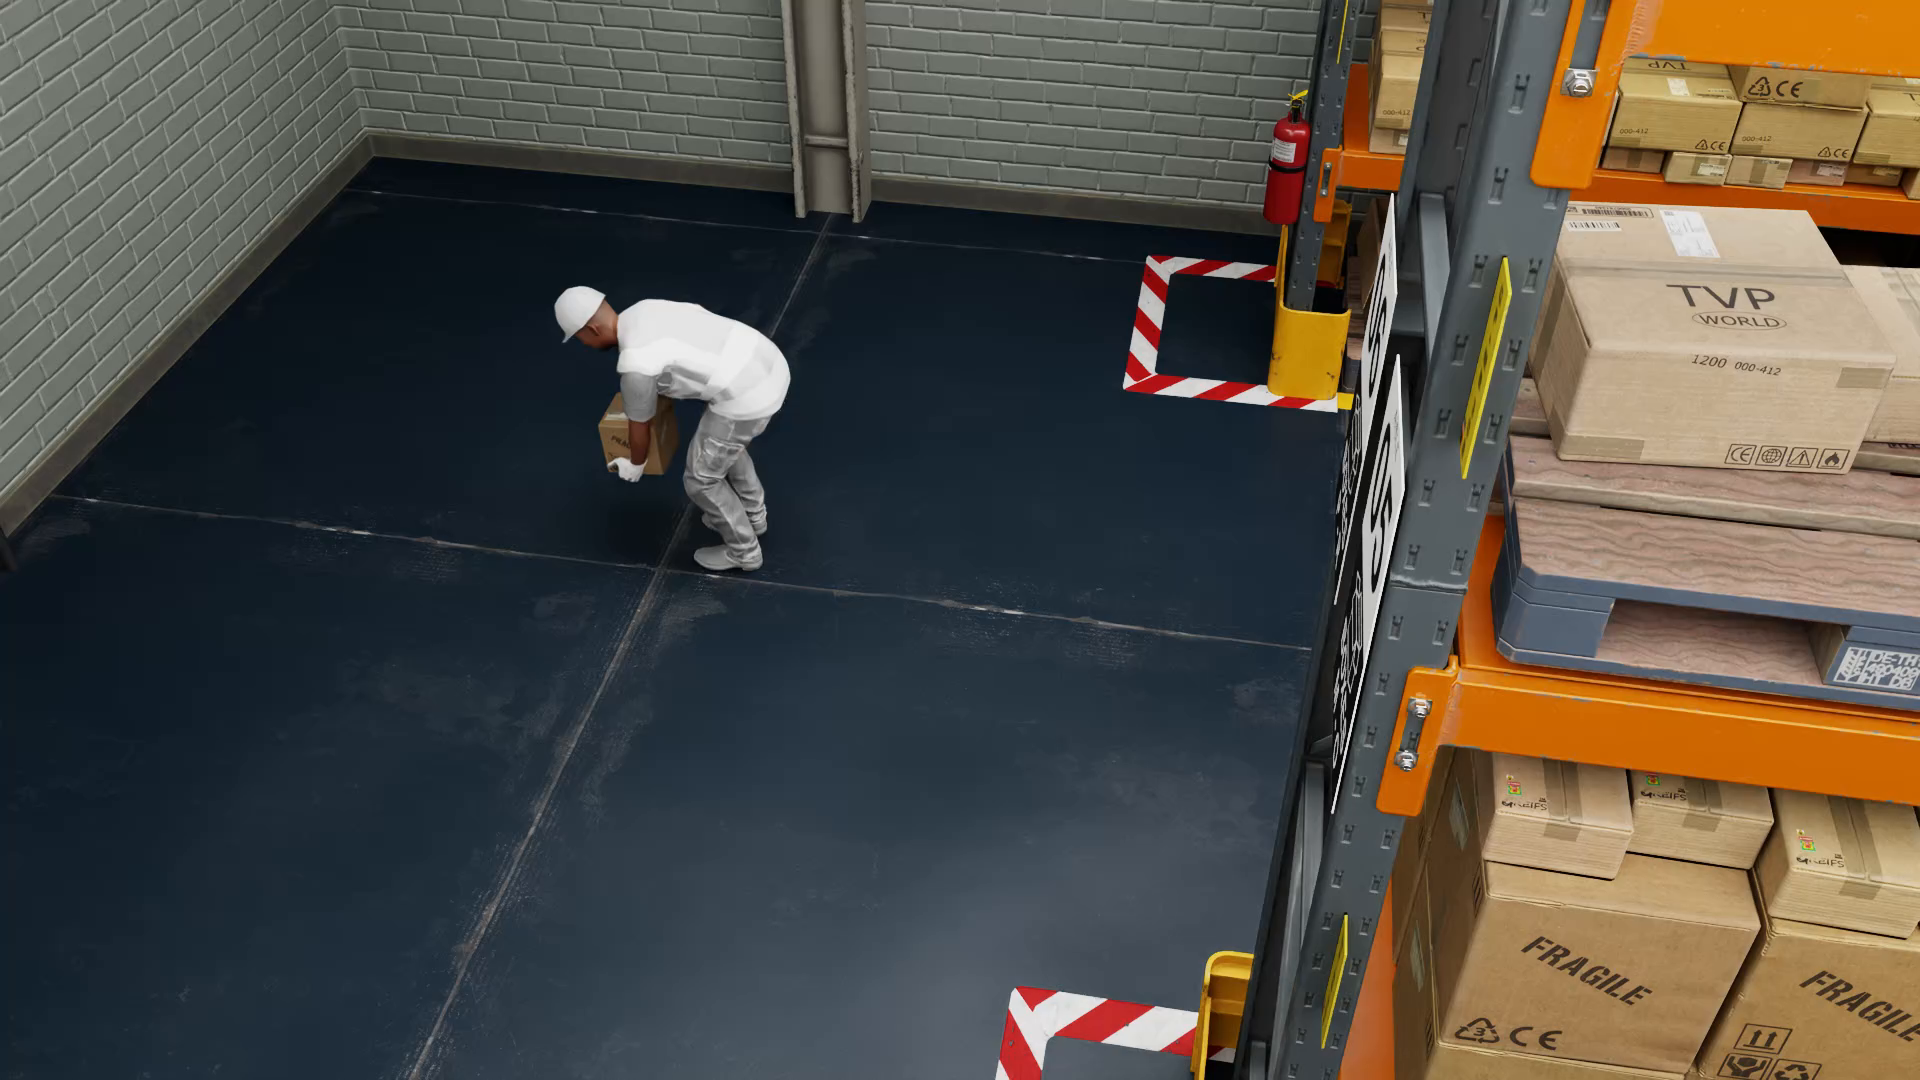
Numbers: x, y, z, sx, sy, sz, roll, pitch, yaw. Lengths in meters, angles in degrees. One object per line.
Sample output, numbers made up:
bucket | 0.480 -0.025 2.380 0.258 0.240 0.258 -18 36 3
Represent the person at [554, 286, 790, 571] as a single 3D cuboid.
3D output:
person | -1.186 -0.487 7.095 0.938 1.294 0.500 5 40 6
